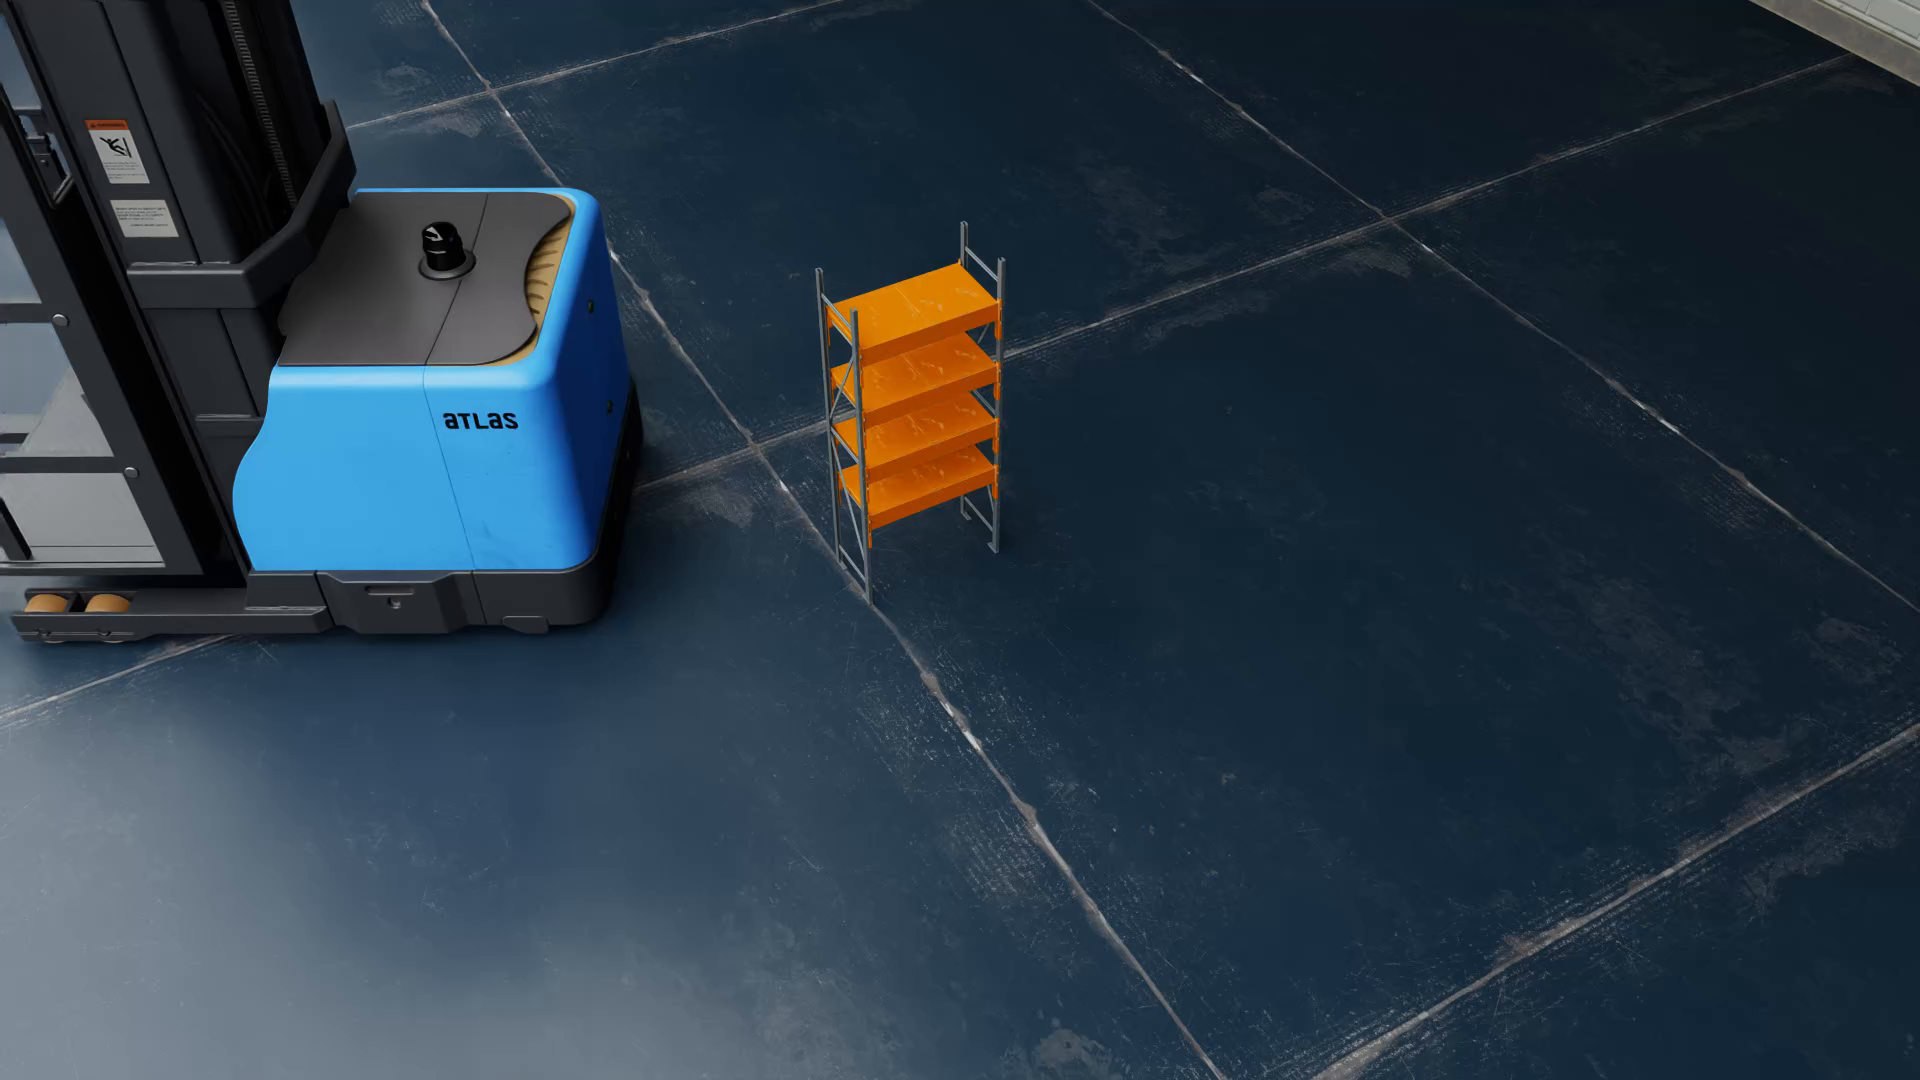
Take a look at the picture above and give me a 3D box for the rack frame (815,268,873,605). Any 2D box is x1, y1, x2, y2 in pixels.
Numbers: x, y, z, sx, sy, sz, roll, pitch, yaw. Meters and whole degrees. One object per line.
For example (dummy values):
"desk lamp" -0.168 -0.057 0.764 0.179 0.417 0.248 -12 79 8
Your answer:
"rack frame" -0.355 -0.288 5.186 0.015 1.200 0.240 -22 48 -21

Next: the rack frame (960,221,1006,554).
"rack frame" 0.068 -0.458 5.360 0.015 1.200 0.240 -22 48 -21

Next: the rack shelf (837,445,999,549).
"rack shelf" -0.144 -0.182 5.458 0.480 0.148 0.258 -22 48 -21

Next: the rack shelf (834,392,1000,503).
"rack shelf" -0.144 -0.325 5.320 0.480 0.148 0.258 -22 48 -21

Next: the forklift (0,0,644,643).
"forklift" -2.663 -1.087 4.766 3.031 2.935 1.130 0 44 0

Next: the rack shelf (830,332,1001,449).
"rack shelf" -0.144 -0.485 5.164 0.480 0.148 0.258 -22 48 -21

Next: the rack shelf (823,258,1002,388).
"rack shelf" -0.144 -0.655 4.999 0.480 0.148 0.258 -22 48 -21

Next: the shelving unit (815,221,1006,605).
"shelving unit" -0.144 -0.373 5.273 0.503 1.200 0.258 -22 48 -21
